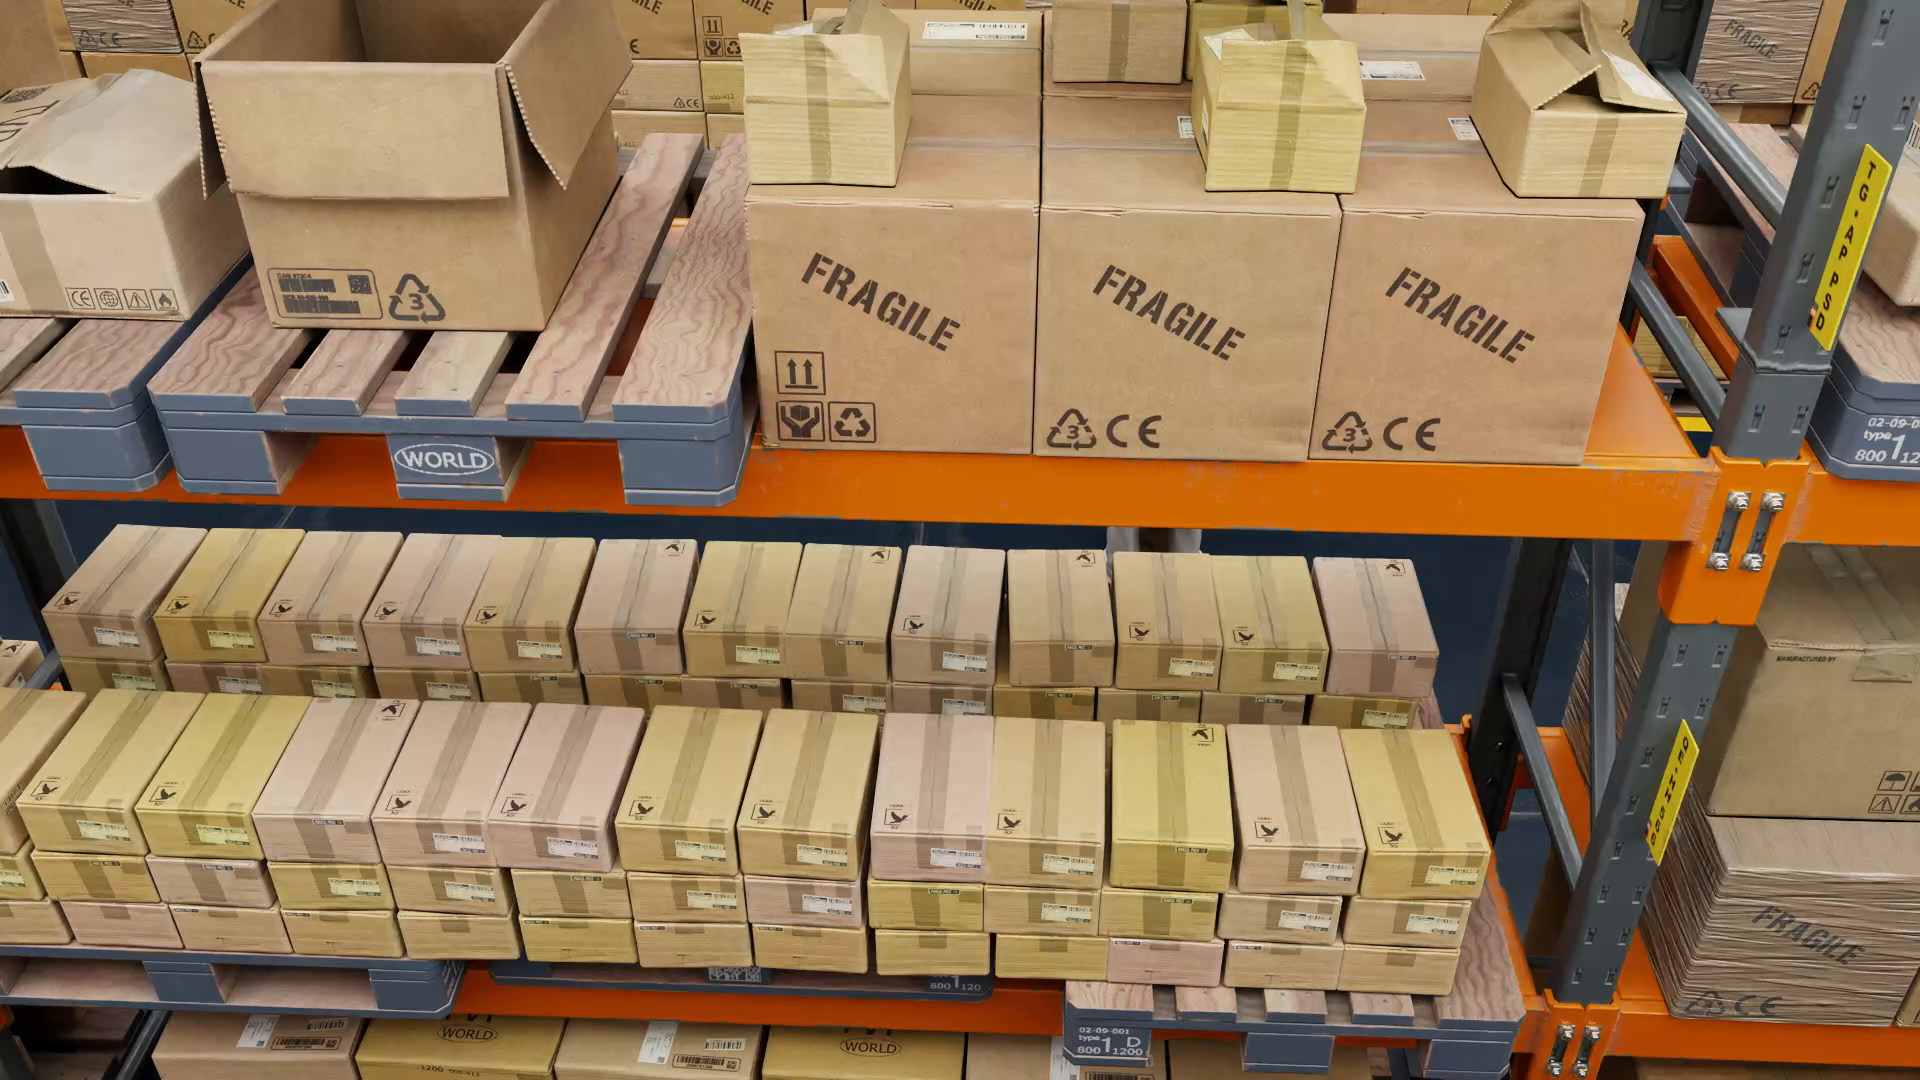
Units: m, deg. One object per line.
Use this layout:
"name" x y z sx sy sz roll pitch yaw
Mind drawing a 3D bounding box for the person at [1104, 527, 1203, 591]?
"person" 0.806 -0.523 6.901 0.650 1.773 0.429 -1 35 -1
